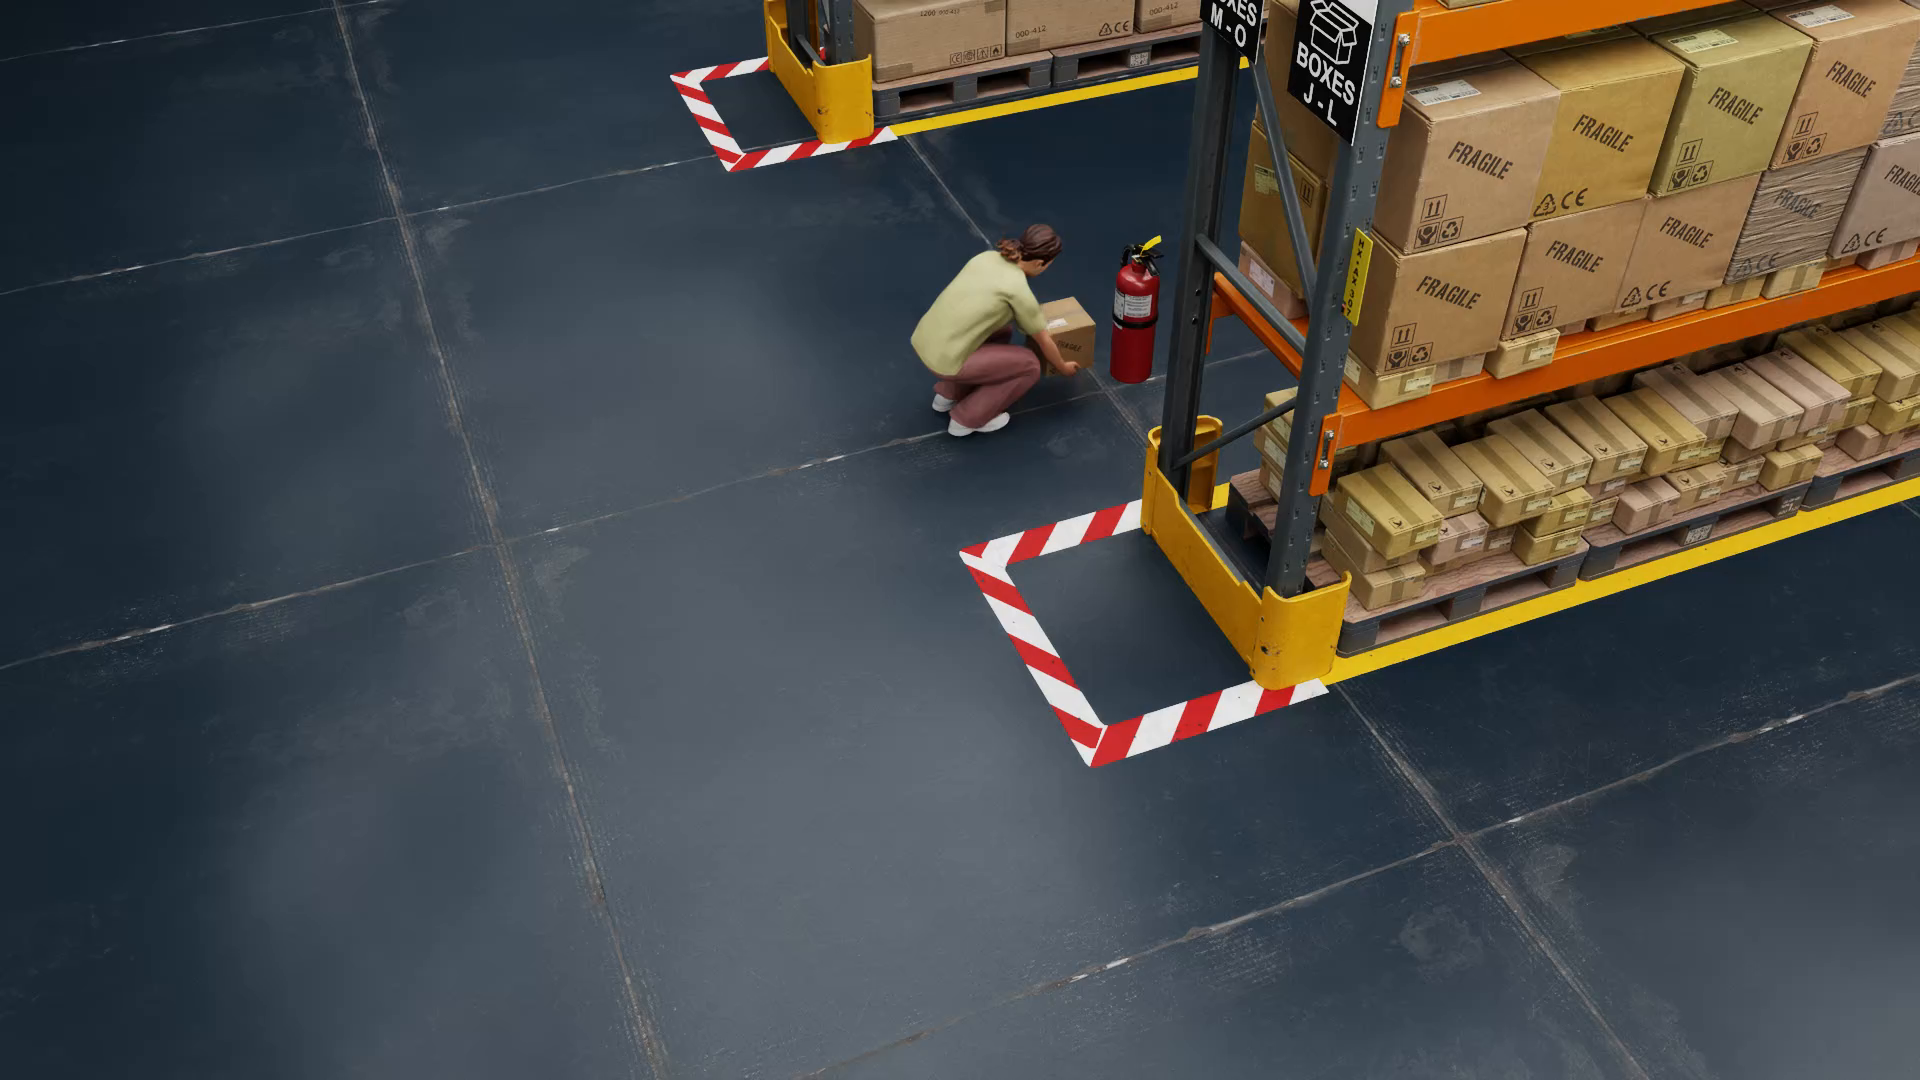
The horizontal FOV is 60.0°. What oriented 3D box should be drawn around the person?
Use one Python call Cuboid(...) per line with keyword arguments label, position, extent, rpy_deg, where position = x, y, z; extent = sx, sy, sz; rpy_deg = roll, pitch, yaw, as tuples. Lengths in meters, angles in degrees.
Cuboid(label="person", position=(0.161, -1.003, 7.839), extent=(0.804, 0.932, 0.494), rpy_deg=(-15, 44, -16))
